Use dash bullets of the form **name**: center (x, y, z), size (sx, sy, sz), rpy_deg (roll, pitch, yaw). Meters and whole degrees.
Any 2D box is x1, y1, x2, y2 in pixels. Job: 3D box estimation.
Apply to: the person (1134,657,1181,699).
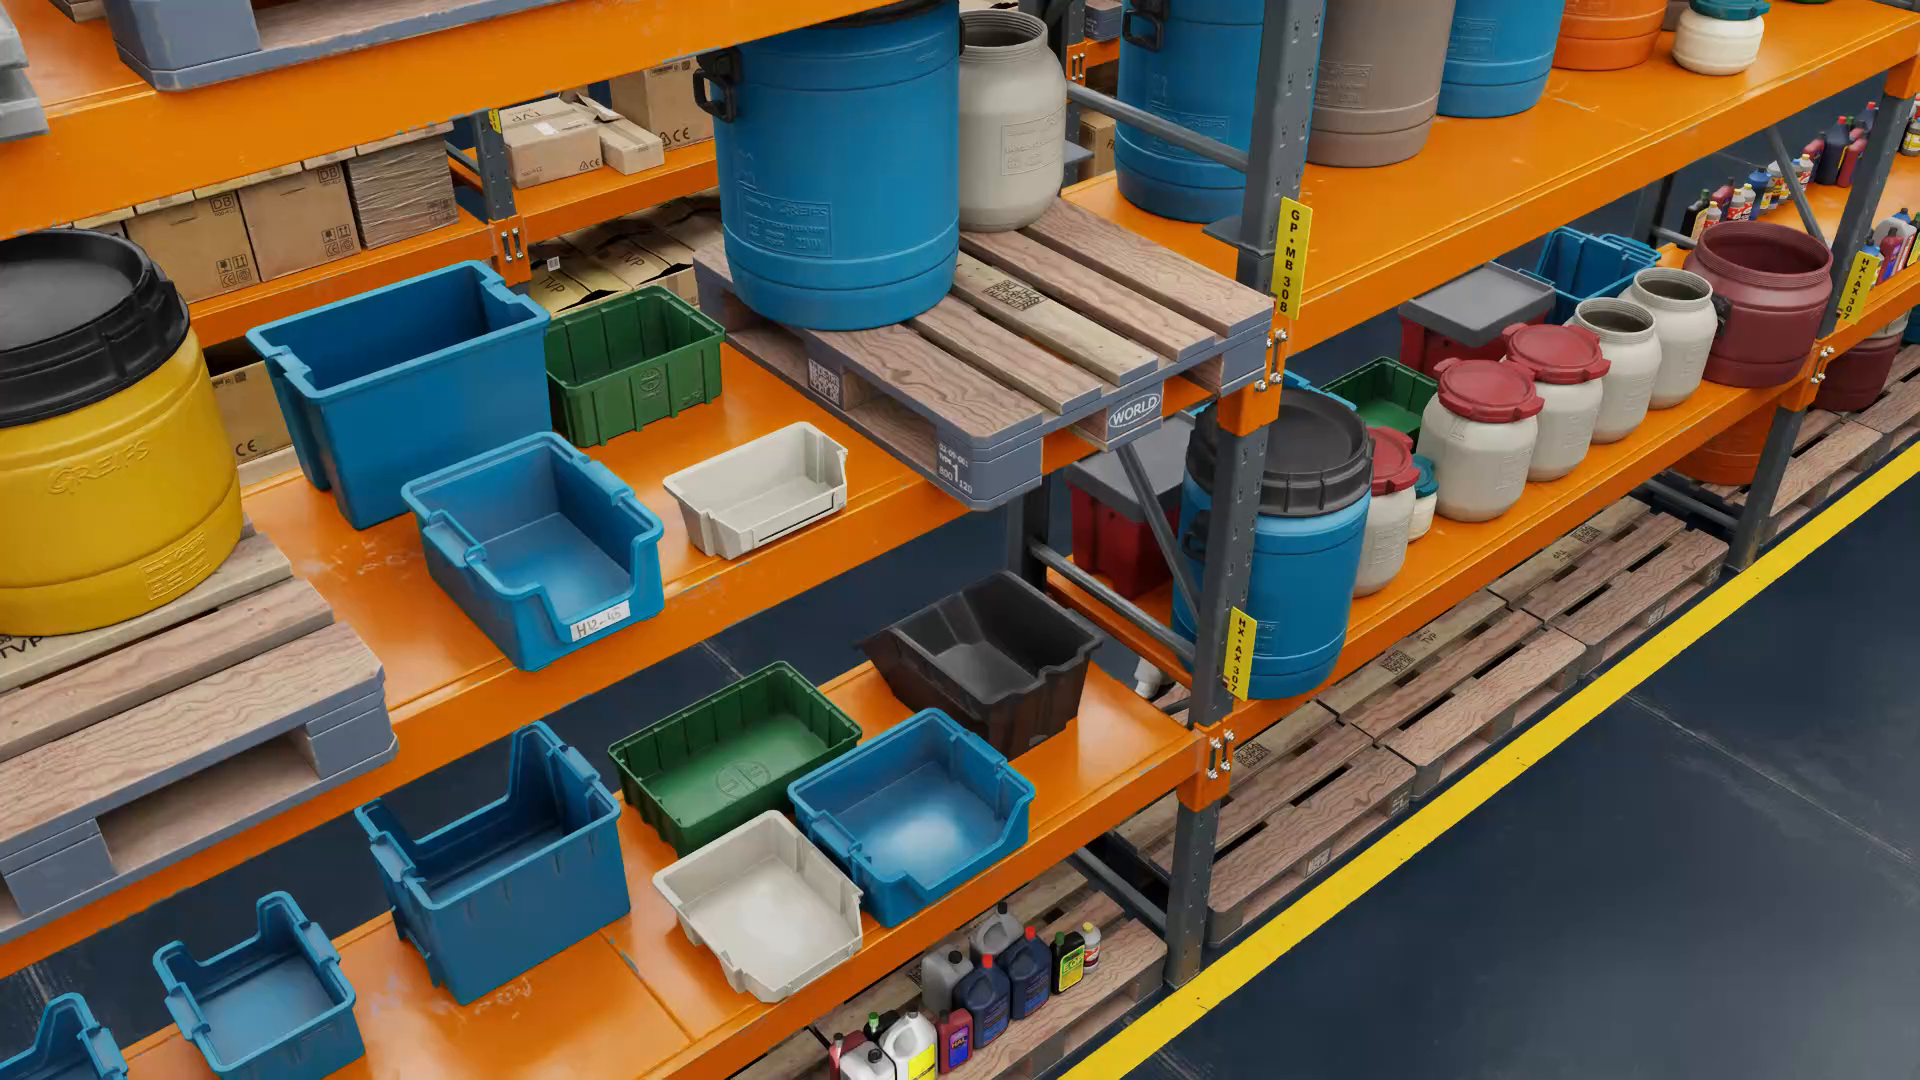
- **person**: center (1.023, 0.218, 7.277), size (0.753, 1.091, 0.495), rpy_deg (-26, 44, -32)
